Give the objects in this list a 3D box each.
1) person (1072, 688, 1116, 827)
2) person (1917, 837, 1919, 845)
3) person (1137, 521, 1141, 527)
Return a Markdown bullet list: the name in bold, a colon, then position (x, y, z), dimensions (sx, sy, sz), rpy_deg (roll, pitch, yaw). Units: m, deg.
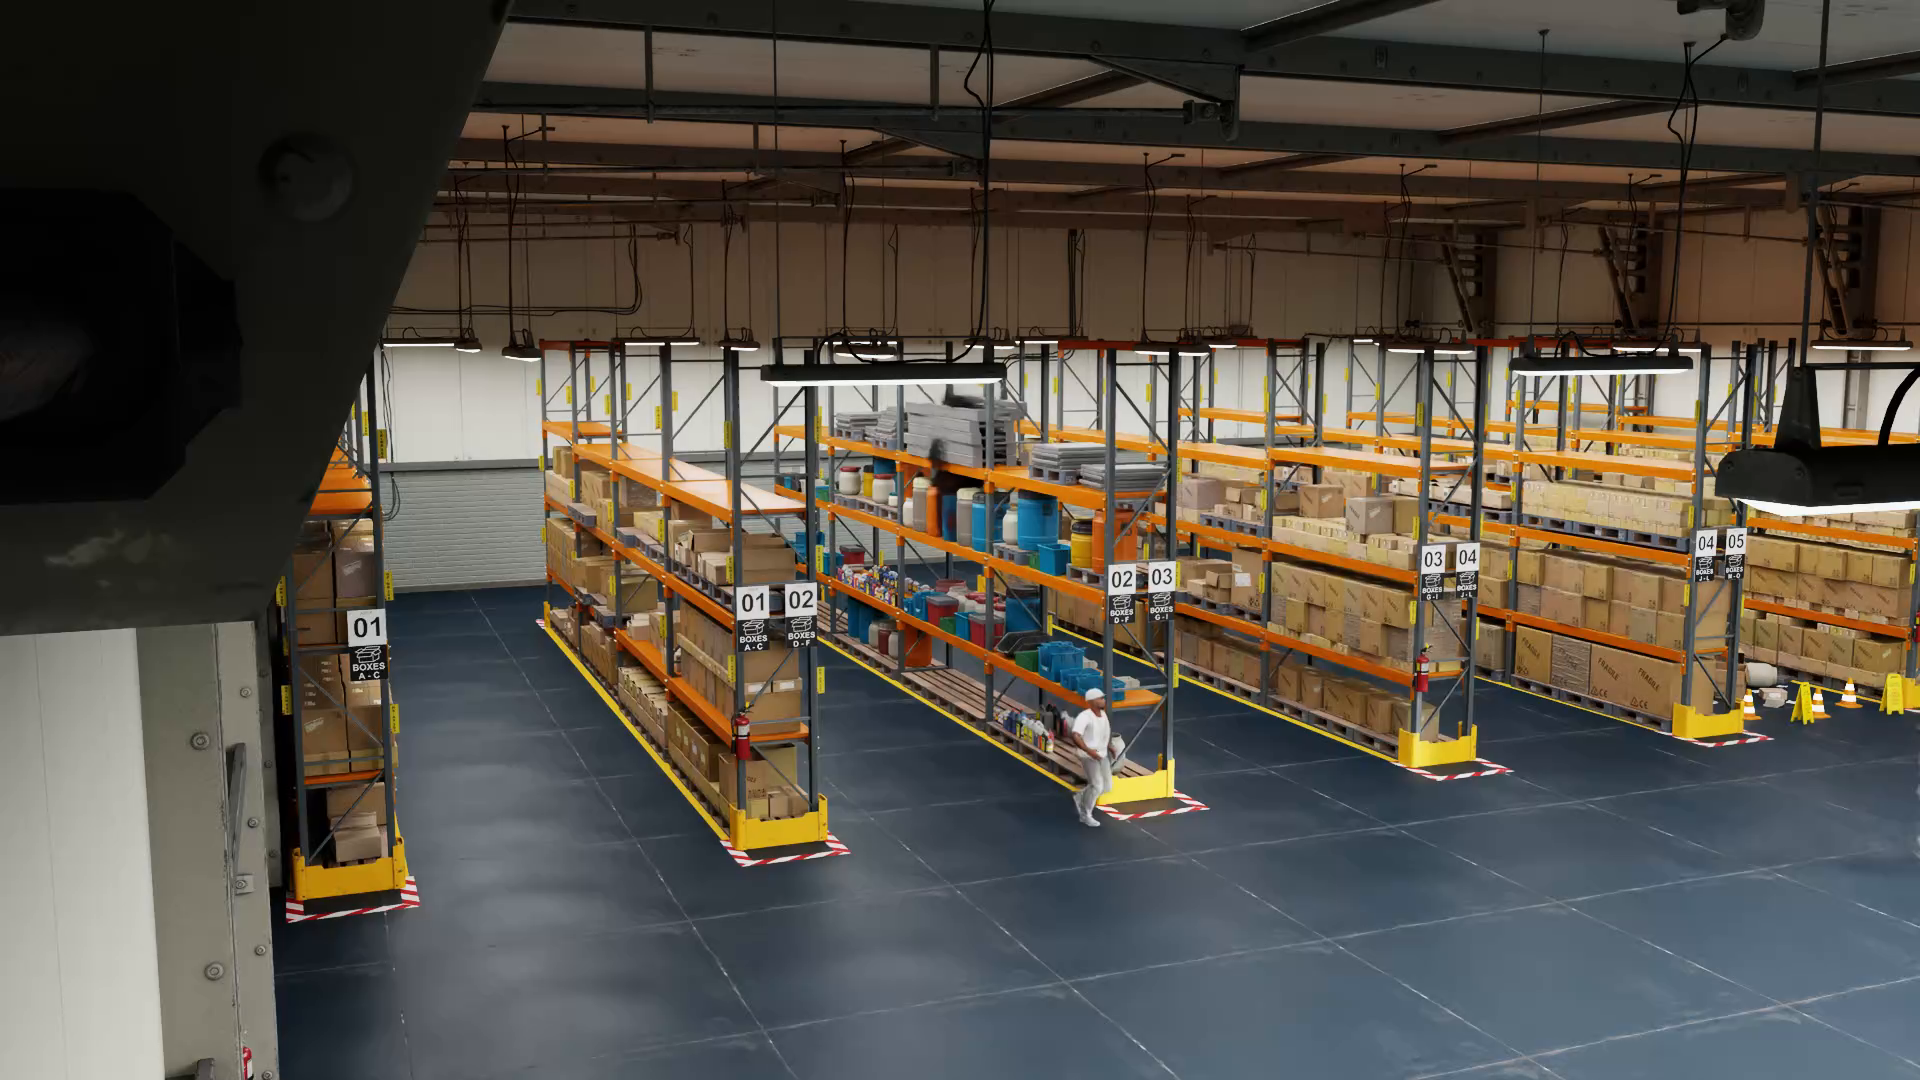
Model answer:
- **person**: position (1.698, 2.742, 21.164), dimensions (0.536, 1.719, 0.754), rpy_deg (5, 9, 35)
- **person**: position (11.495, 2.976, 19.250), dimensions (0.596, 1.730, 0.640), rpy_deg (1, 7, 8)
- **person**: position (4.103, 0.380, 39.539), dimensions (0.701, 1.682, 0.662), rpy_deg (2, 8, 14)
